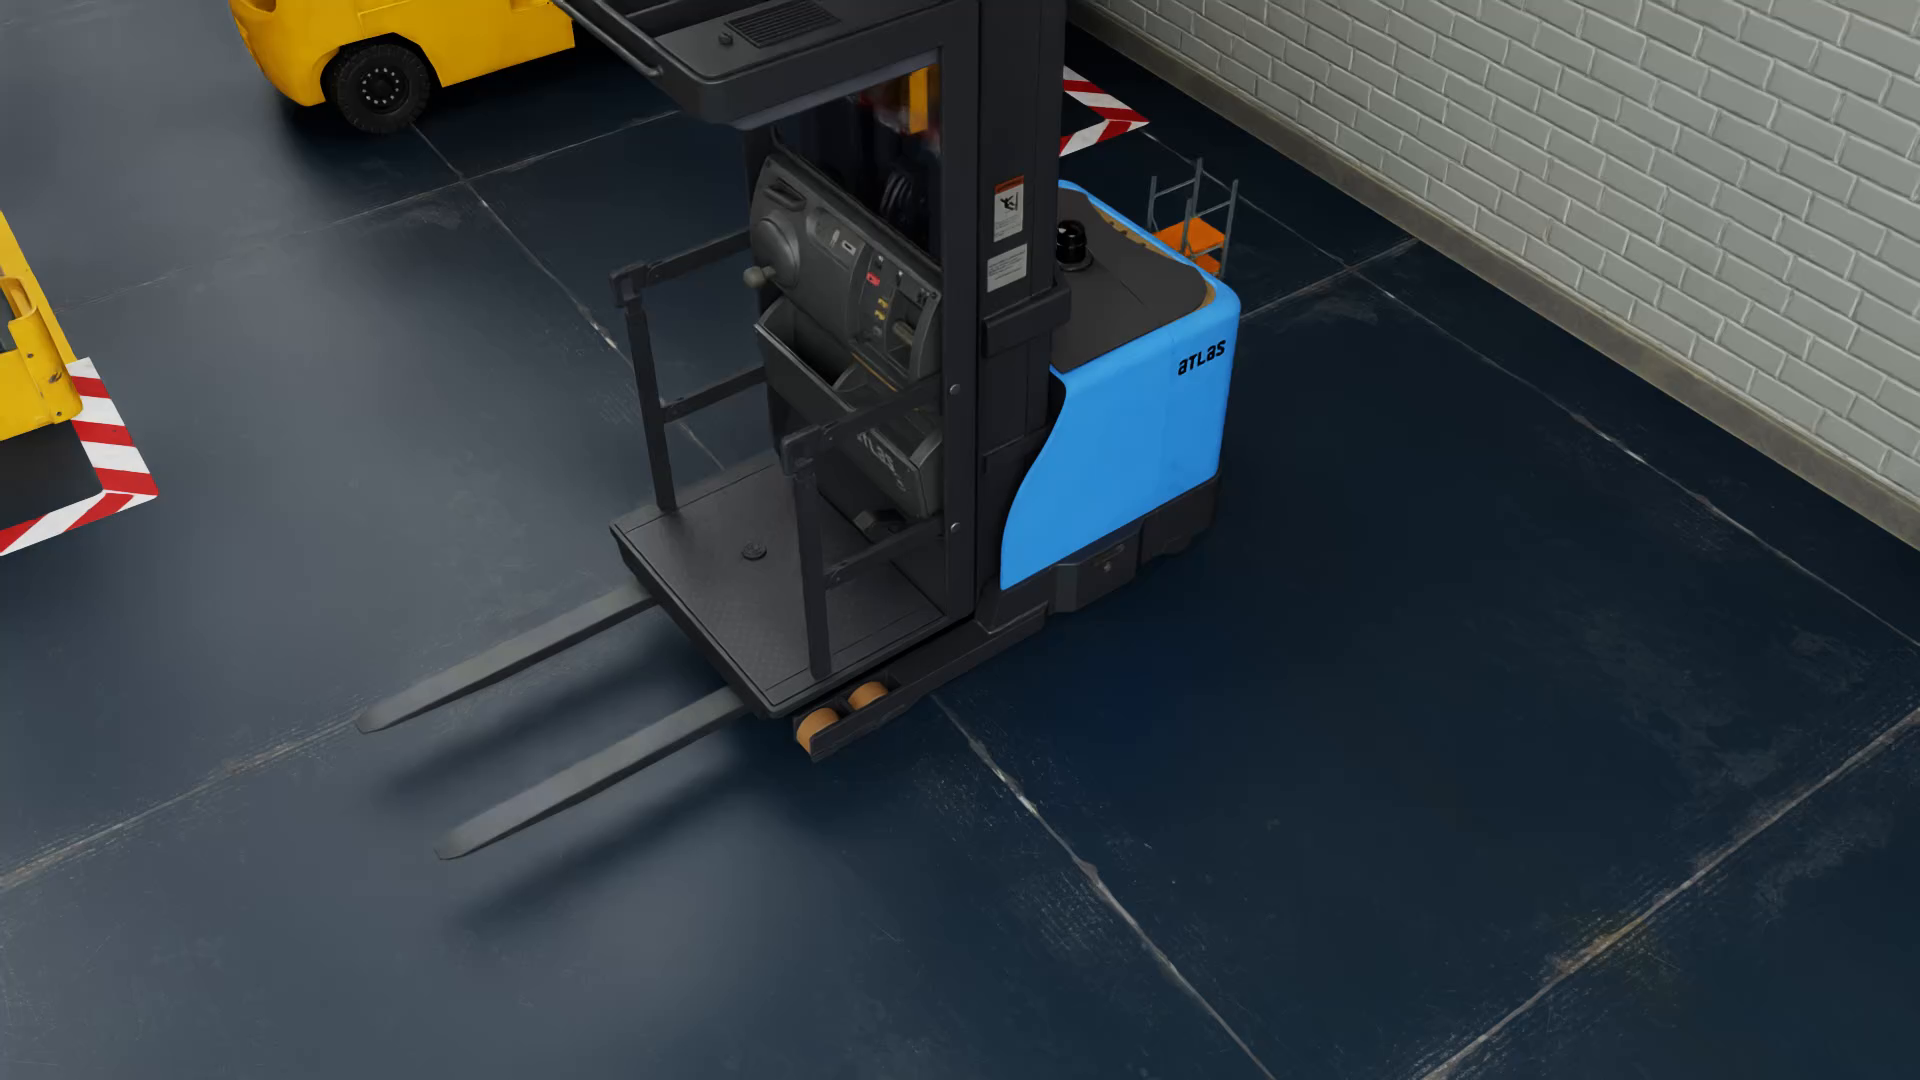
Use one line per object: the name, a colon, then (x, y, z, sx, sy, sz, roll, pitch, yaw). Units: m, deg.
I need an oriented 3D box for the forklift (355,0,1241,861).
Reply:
forklift: (-0.525, -0.758, 4.922, 3.031, 2.935, 1.130, -27, 50, -26)

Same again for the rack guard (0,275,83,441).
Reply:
rack guard: (-4.145, -0.566, 6.481, 1.175, 0.500, 0.348, -26, 49, -24)

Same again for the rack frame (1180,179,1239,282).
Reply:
rack frame: (0.868, -0.780, 6.193, 0.240, 1.200, 0.006, -26, 50, -27)

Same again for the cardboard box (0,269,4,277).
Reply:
cardboard box: (-4.336, -1.151, 6.970, 0.500, 0.250, 0.500, -26, 49, -25)

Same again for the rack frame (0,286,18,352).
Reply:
rack frame: (-4.101, -1.427, 5.573, 1.000, 3.000, 0.127, -26, 49, -24)

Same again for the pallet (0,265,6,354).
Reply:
pallet: (-4.581, -0.936, 7.077, 1.003, 0.211, 1.213, -26, 49, -24)

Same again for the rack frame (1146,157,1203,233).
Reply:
rack frame: (0.758, -0.881, 6.299, 0.240, 1.200, 0.006, -26, 50, -27)

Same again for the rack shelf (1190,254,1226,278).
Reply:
rack shelf: (0.817, -0.974, 6.113, 0.258, 0.103, 0.180, -26, 50, -27)

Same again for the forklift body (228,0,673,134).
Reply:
forklift body: (-2.613, -3.436, 8.292, 2.313, 2.155, 1.214, -26, 49, -24)

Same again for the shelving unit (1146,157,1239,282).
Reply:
shelving unit: (0.813, -0.831, 6.246, 0.258, 1.200, 0.189, -26, 50, -27)

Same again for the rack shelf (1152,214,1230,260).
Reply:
rack shelf: (0.820, -1.062, 6.032, 0.258, 0.103, 0.180, -26, 50, -27)

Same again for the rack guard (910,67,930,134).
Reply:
rack guard: (-0.018, -2.472, 8.478, 1.175, 0.500, 0.348, -26, 49, -24)
